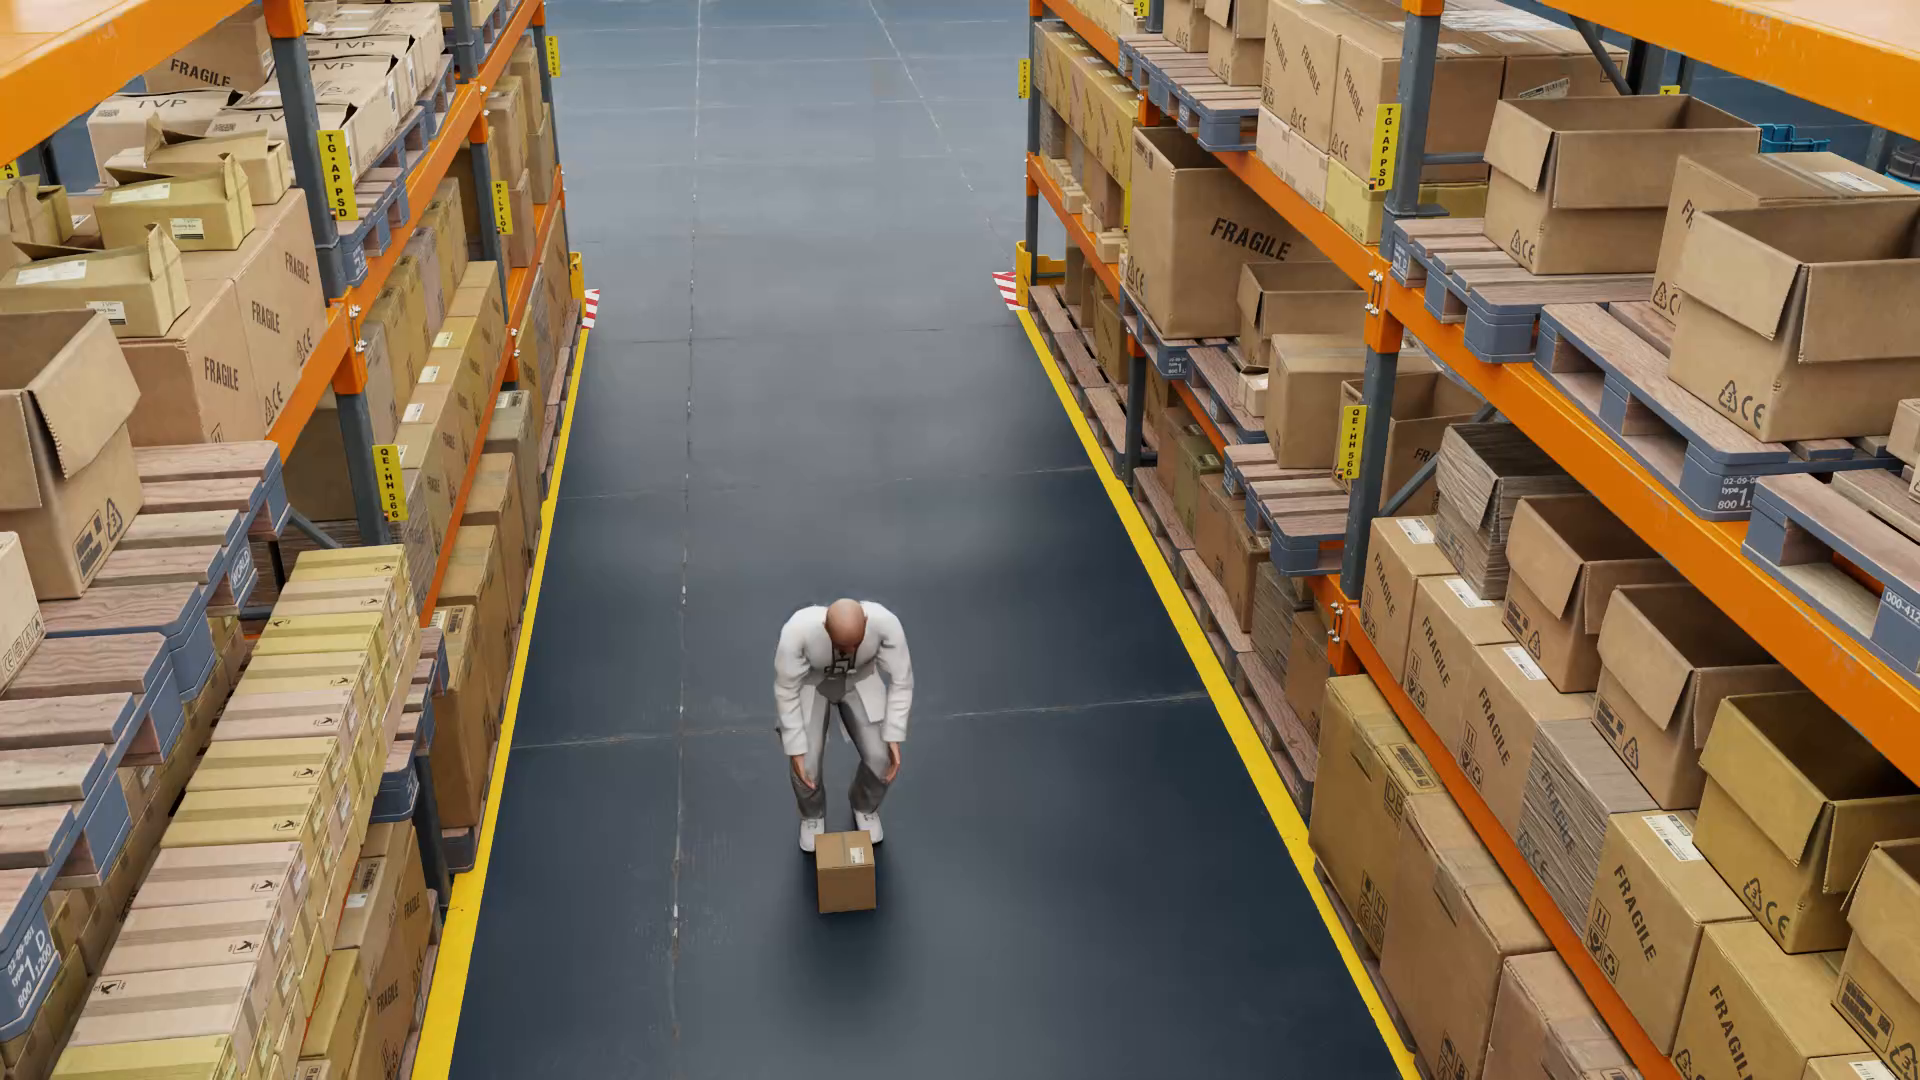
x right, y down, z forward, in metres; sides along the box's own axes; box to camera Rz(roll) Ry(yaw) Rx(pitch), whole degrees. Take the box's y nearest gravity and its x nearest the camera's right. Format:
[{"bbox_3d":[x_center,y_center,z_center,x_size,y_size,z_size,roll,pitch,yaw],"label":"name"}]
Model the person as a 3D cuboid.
[{"bbox_3d":[-0.532,0.766,7.563,0.630,1.380,0.737,-4,27,-7],"label":"person"}]
